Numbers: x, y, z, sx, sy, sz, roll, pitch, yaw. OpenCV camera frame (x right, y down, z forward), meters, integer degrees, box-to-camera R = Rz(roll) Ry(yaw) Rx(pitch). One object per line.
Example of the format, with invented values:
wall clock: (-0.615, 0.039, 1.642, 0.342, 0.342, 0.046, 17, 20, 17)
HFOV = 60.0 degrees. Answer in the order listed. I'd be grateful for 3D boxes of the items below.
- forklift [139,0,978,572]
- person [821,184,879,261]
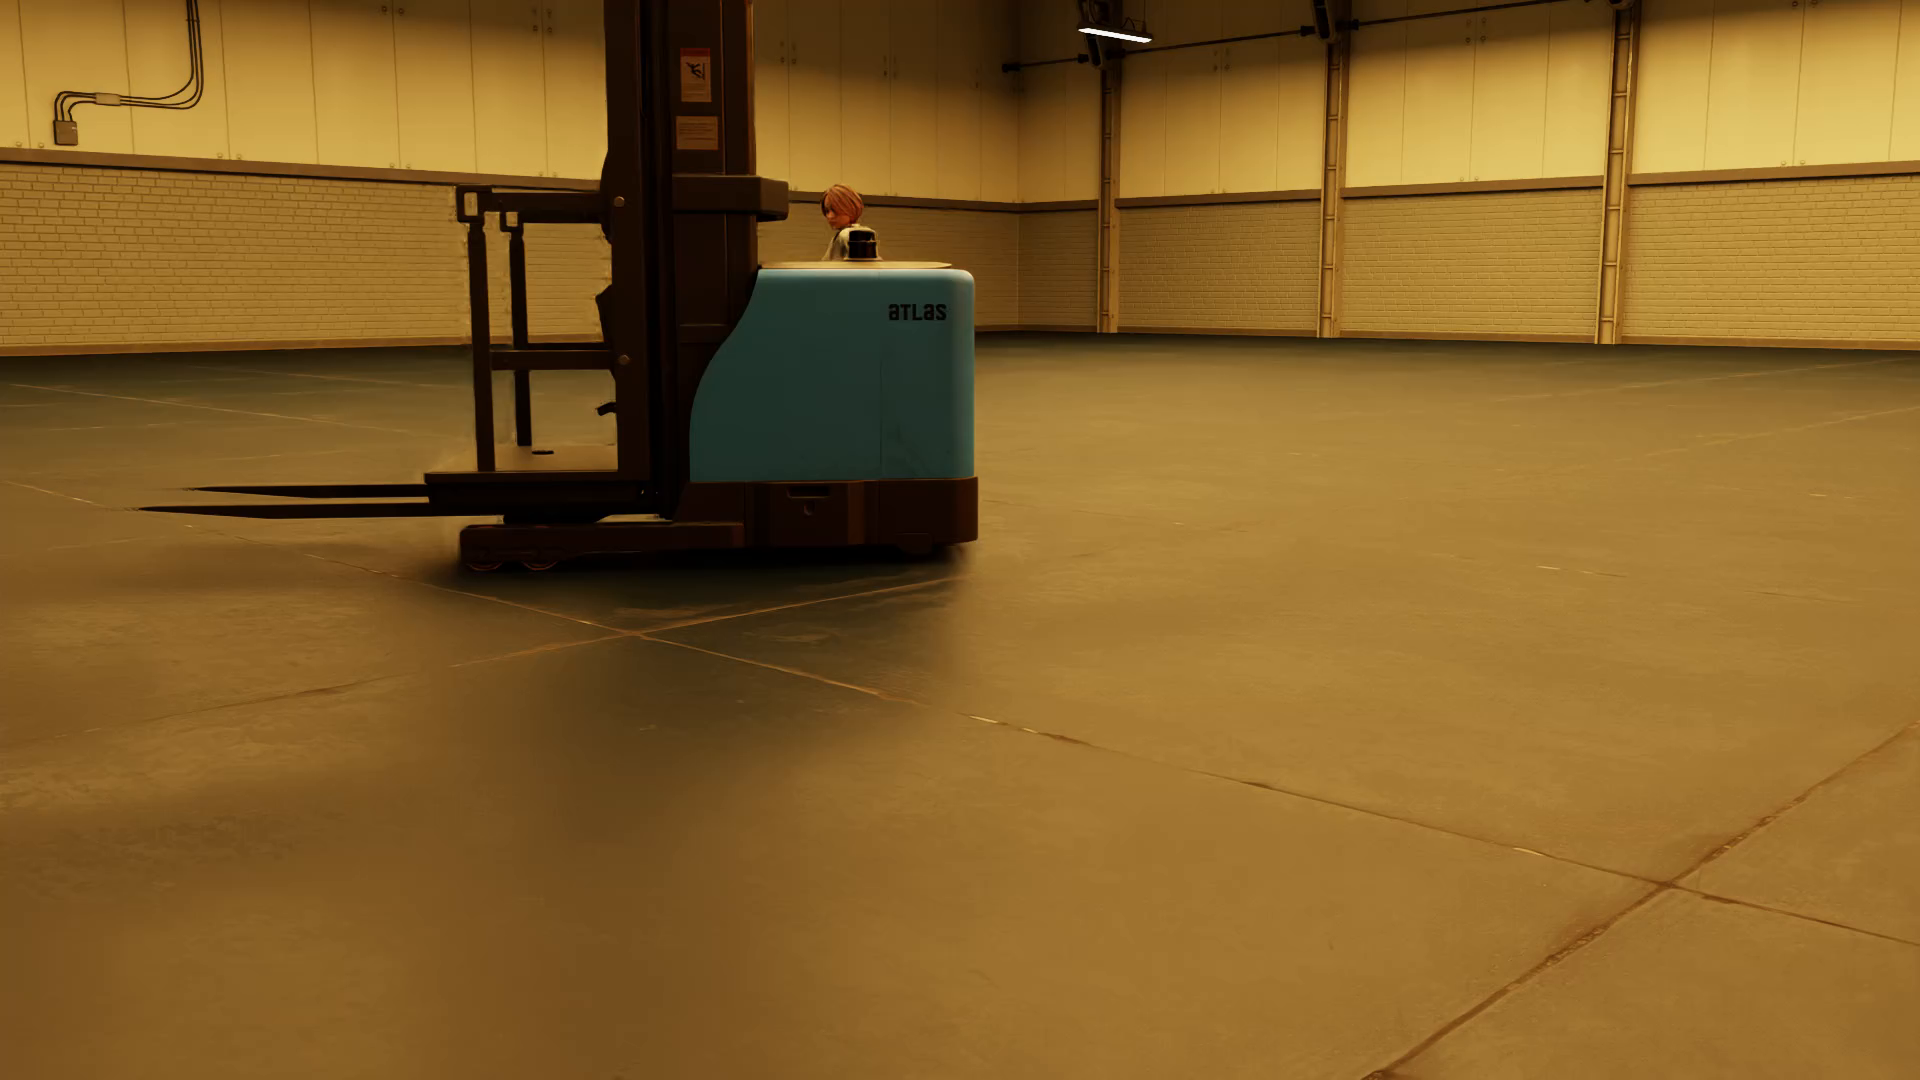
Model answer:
forklift: (-1.488, -1.419, 6.297, 3.031, 2.935, 1.130, -1, 9, -7)
person: (-0.586, -1.032, 8.543, 0.671, 1.566, 0.549, 6, 10, 33)
